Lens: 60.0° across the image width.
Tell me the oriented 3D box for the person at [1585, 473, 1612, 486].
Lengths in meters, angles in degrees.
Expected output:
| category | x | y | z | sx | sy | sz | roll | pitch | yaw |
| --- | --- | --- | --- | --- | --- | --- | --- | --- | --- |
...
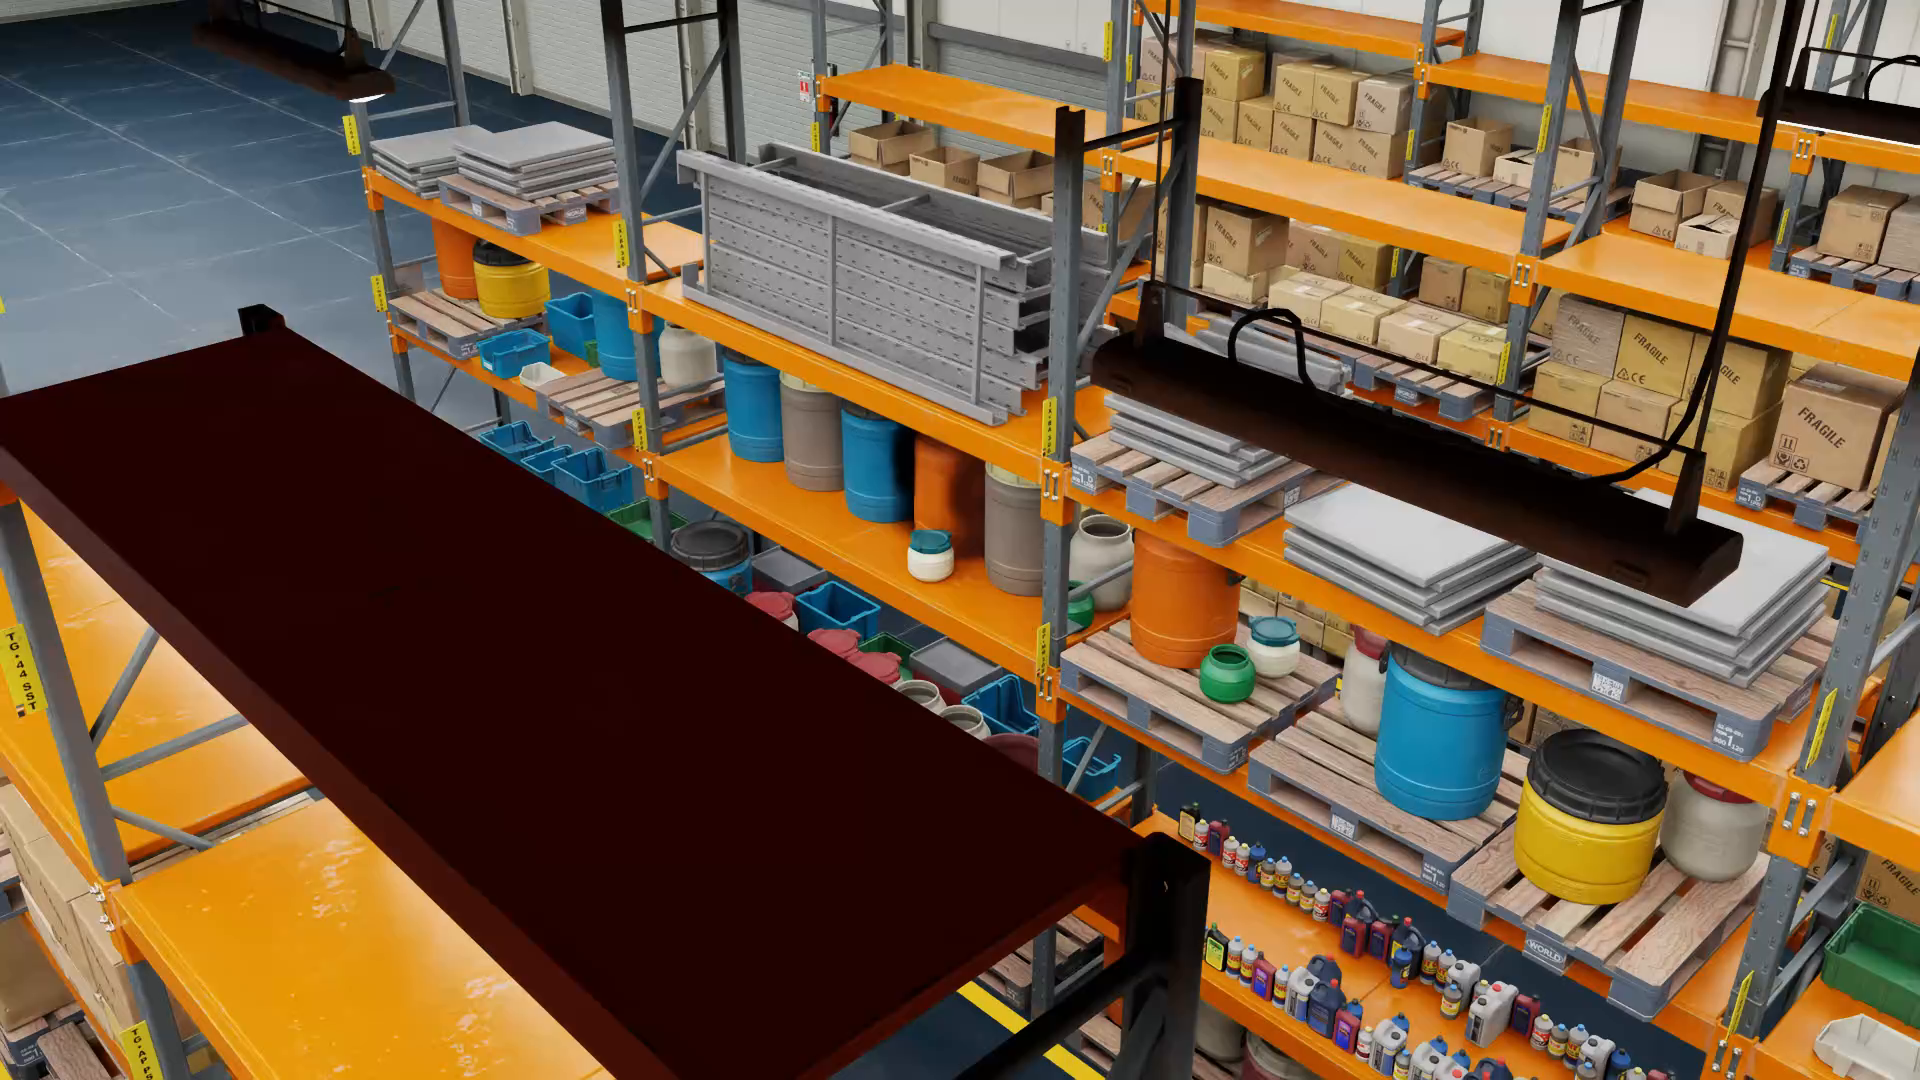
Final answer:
| category | x | y | z | sx | sy | sz | roll | pitch | yaw |
| --- | --- | --- | --- | --- | --- | --- | --- | --- | --- |
| person | 5.574 | 0.063 | 14.961 | 0.509 | 1.695 | 0.423 | 21 | 34 | 33 |
